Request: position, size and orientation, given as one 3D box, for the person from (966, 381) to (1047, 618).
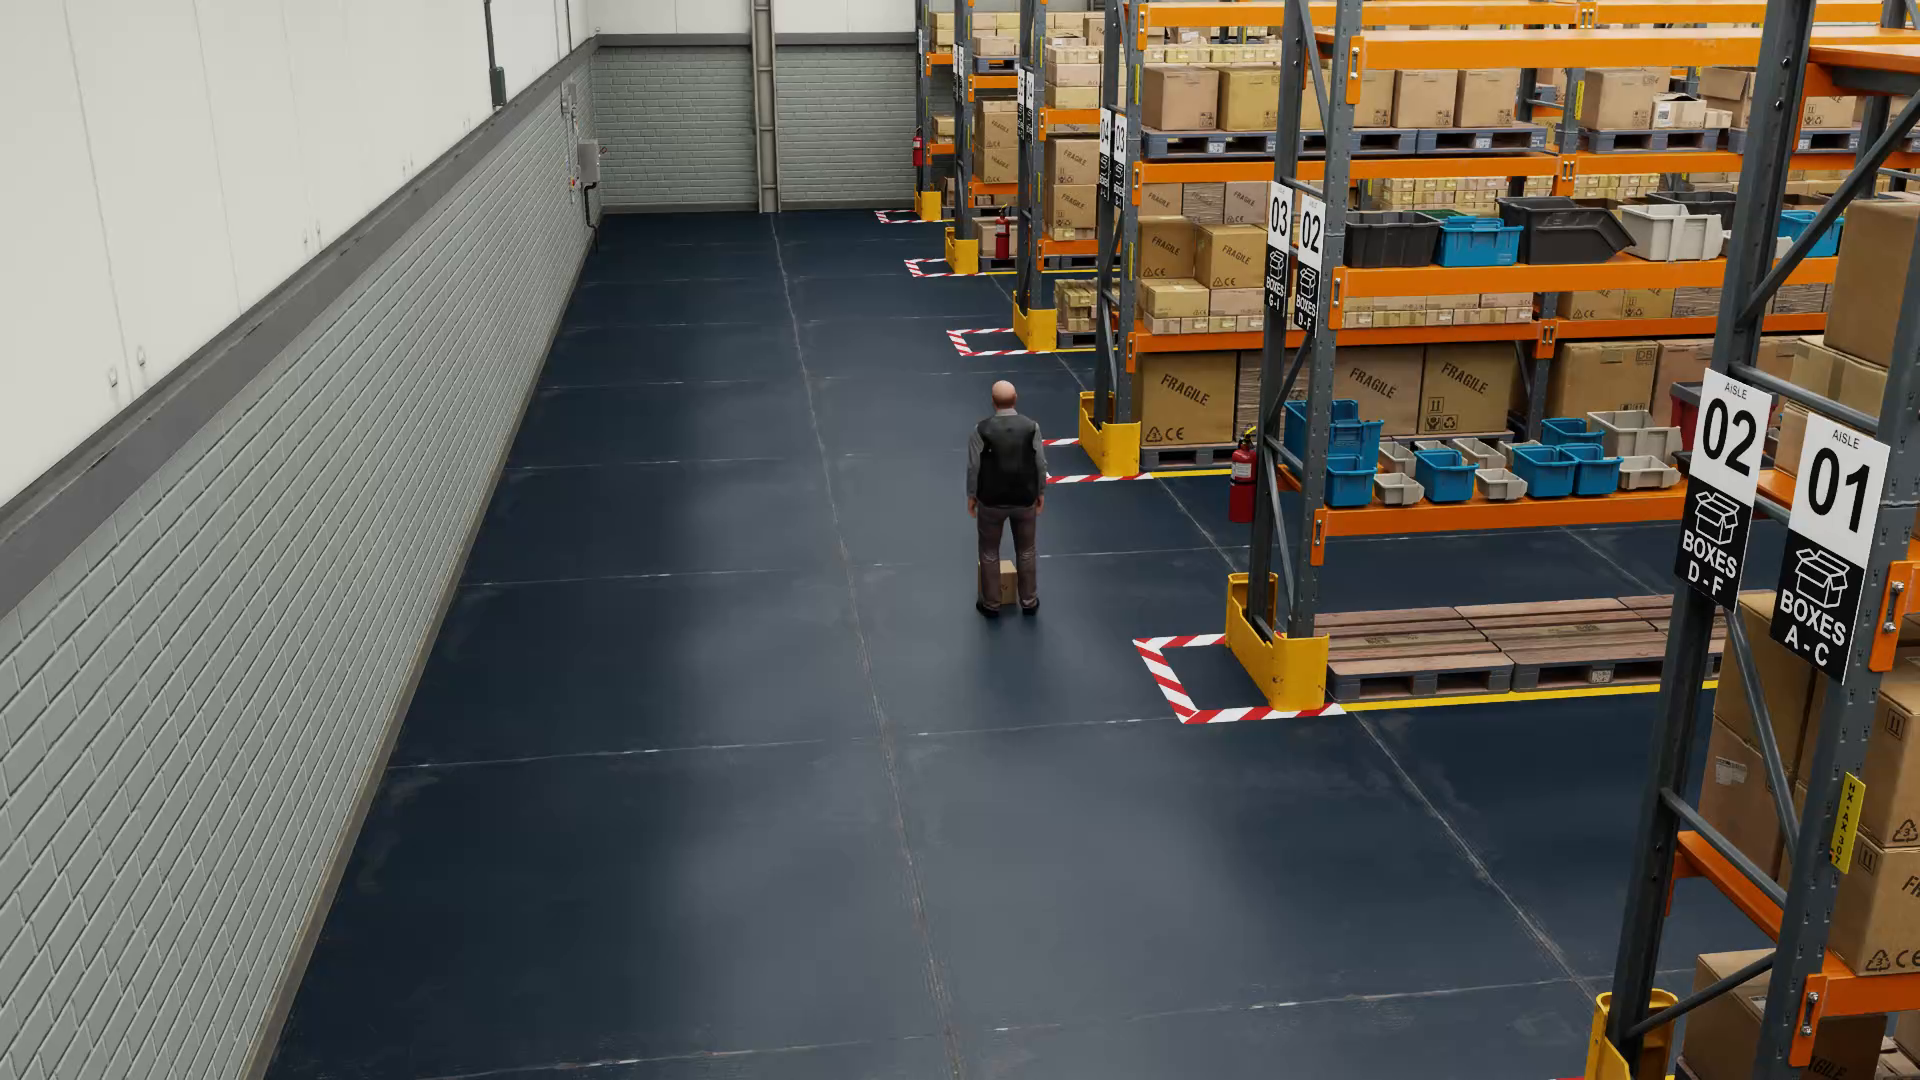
[{"bbox_3d":[0.333,-0.279,11.882,0.579,1.720,0.420,-3,20,-8],"label":"person"}]
